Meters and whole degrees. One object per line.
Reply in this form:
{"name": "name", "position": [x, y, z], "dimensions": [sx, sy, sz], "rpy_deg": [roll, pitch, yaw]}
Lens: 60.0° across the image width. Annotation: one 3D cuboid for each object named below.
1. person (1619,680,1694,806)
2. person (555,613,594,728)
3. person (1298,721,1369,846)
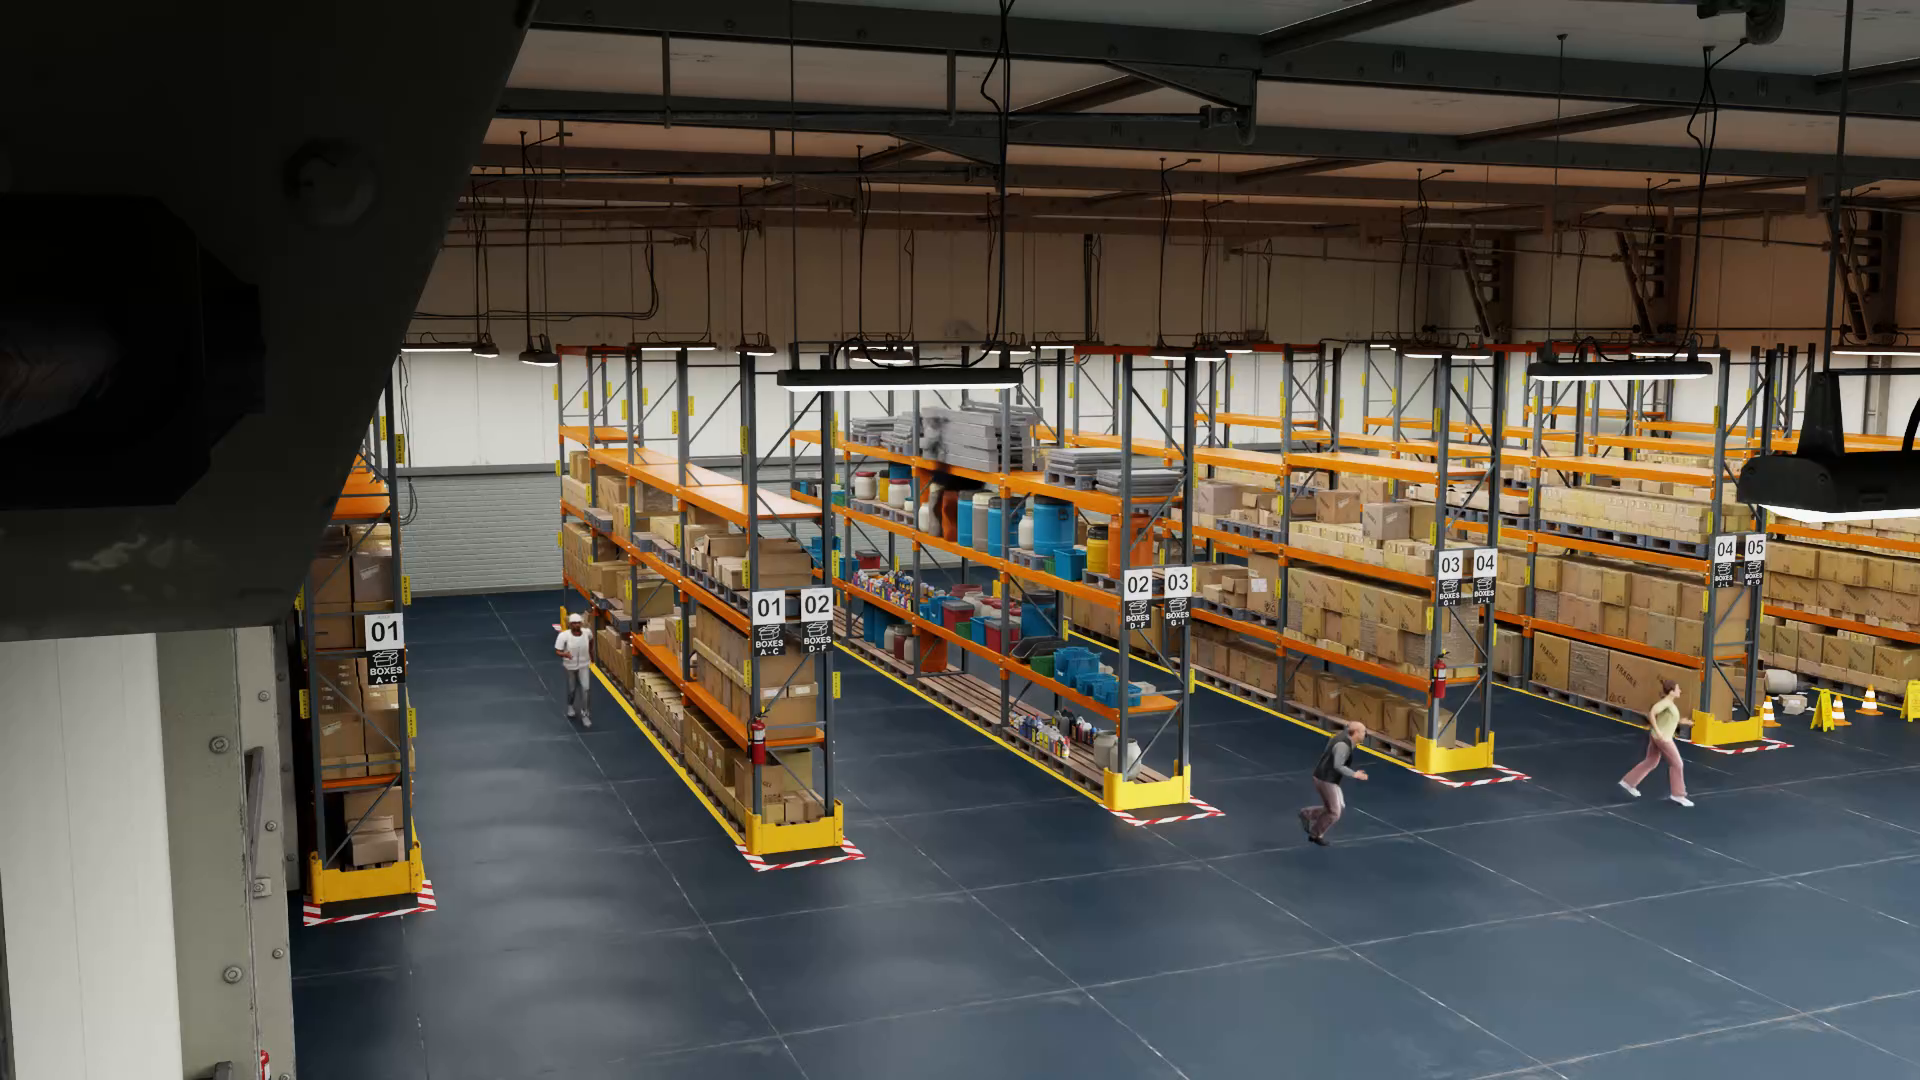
{"name": "person", "position": [9.346, 2.692, 22.231], "dimensions": [0.934, 1.691, 0.527], "rpy_deg": [2, 7, 13]}
{"name": "person", "position": [-6.190, 2.054, 26.761], "dimensions": [0.640, 1.796, 0.890], "rpy_deg": [-3, 8, -20]}
{"name": "person", "position": [4.594, 2.978, 20.461], "dimensions": [0.843, 1.573, 0.673], "rpy_deg": [2, 8, 16]}
